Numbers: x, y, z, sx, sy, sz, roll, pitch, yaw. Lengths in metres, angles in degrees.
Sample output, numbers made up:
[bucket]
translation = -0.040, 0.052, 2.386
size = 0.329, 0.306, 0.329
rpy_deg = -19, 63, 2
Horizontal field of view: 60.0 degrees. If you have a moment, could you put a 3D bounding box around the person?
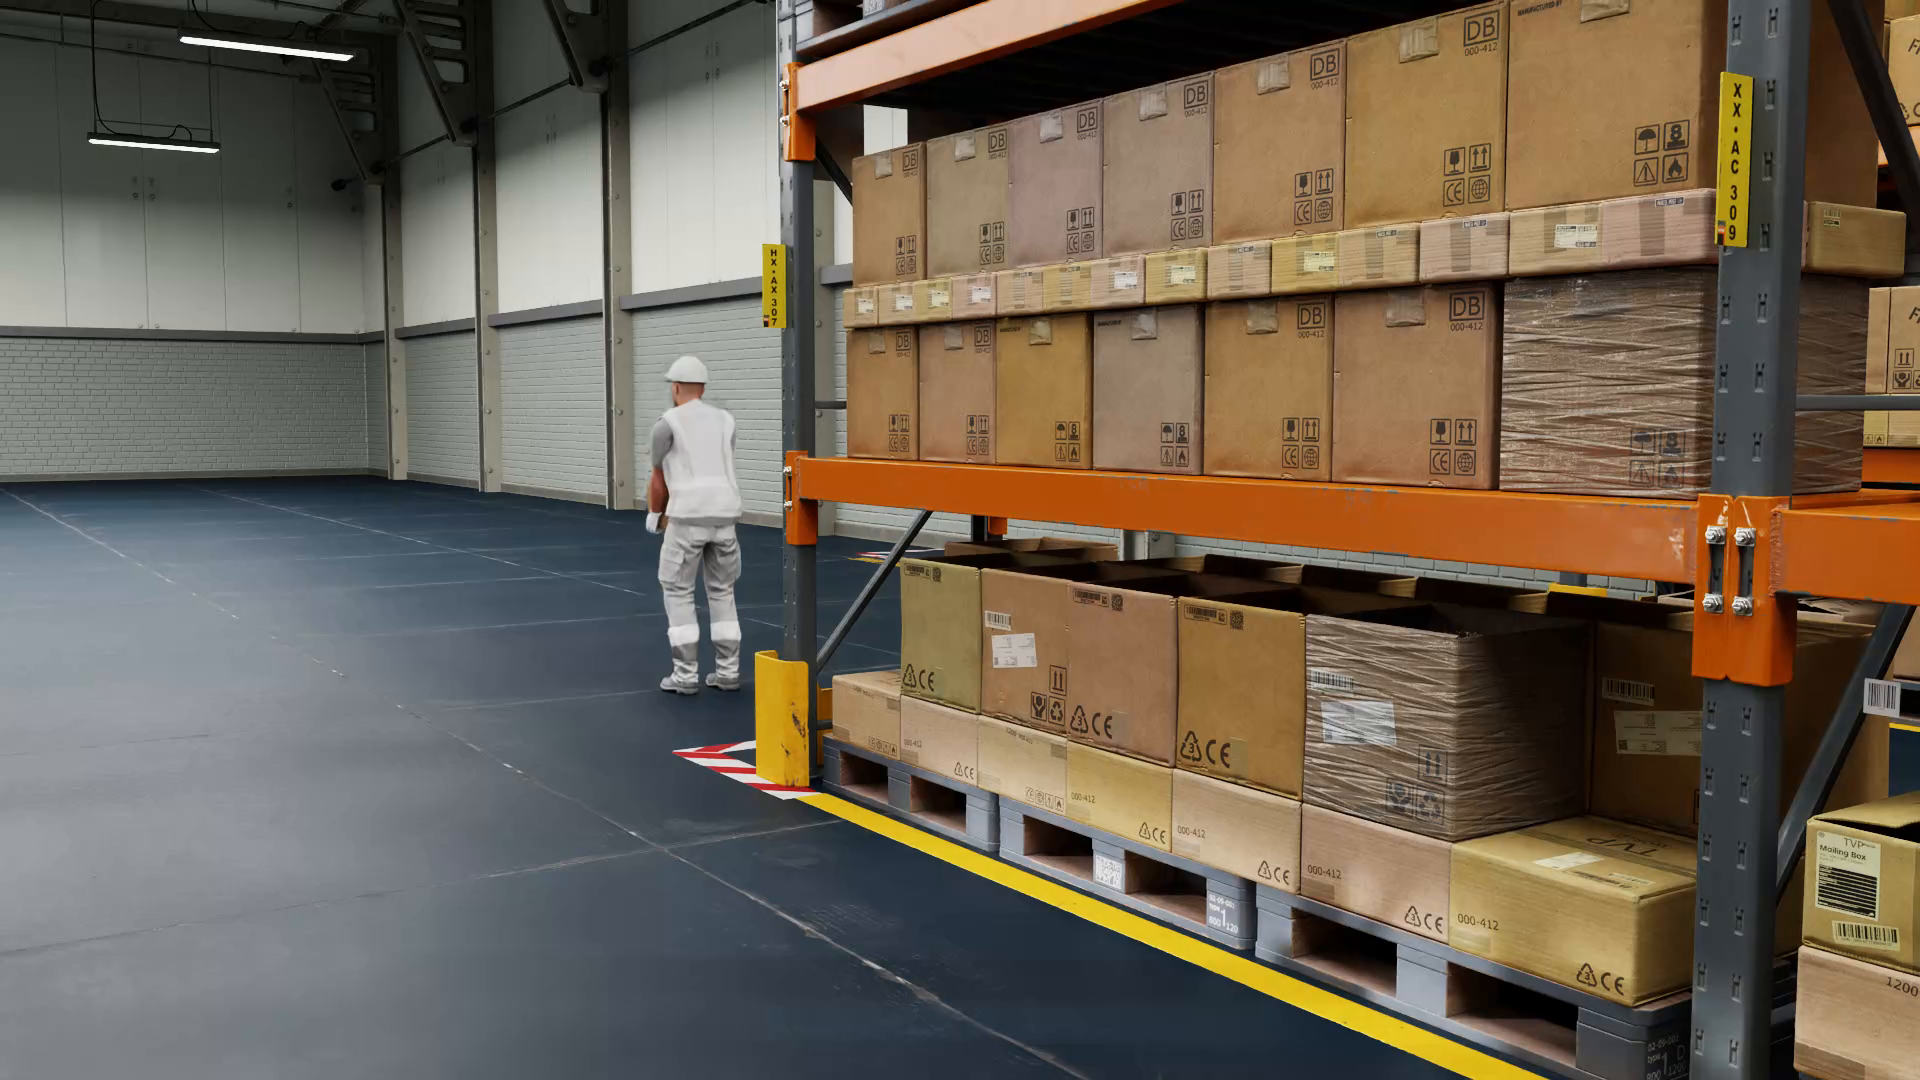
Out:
[person]
translation = -1.419, -0.090, 8.842
size = 0.471, 1.770, 0.573
rpy_deg = -3, 6, -35
